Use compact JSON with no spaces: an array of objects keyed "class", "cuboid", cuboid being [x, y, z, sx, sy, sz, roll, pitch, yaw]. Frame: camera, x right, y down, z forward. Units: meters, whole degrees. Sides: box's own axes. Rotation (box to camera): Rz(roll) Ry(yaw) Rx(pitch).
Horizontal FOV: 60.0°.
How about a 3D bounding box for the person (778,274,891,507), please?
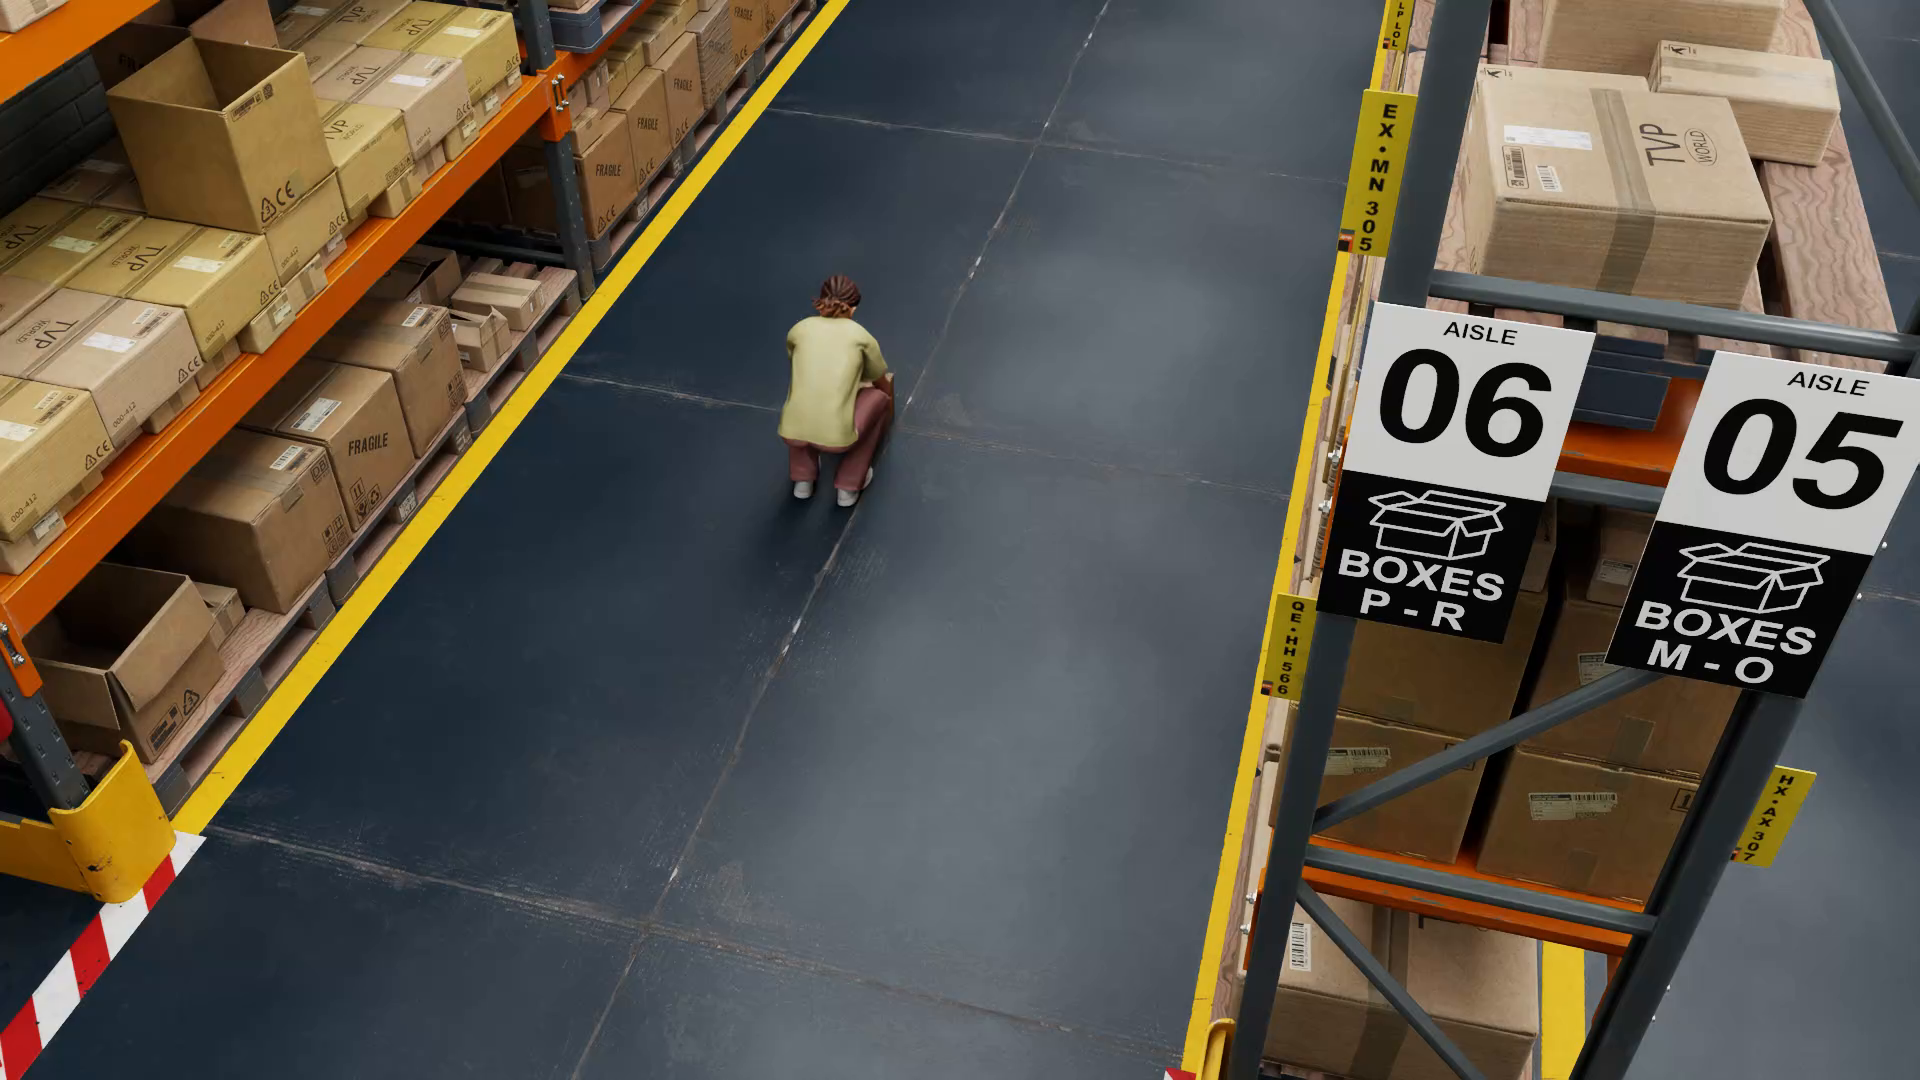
[{"class":"person","cuboid":[-0.584,-0.661,7.540,0.486,0.857,0.802,10,42,11]}]
